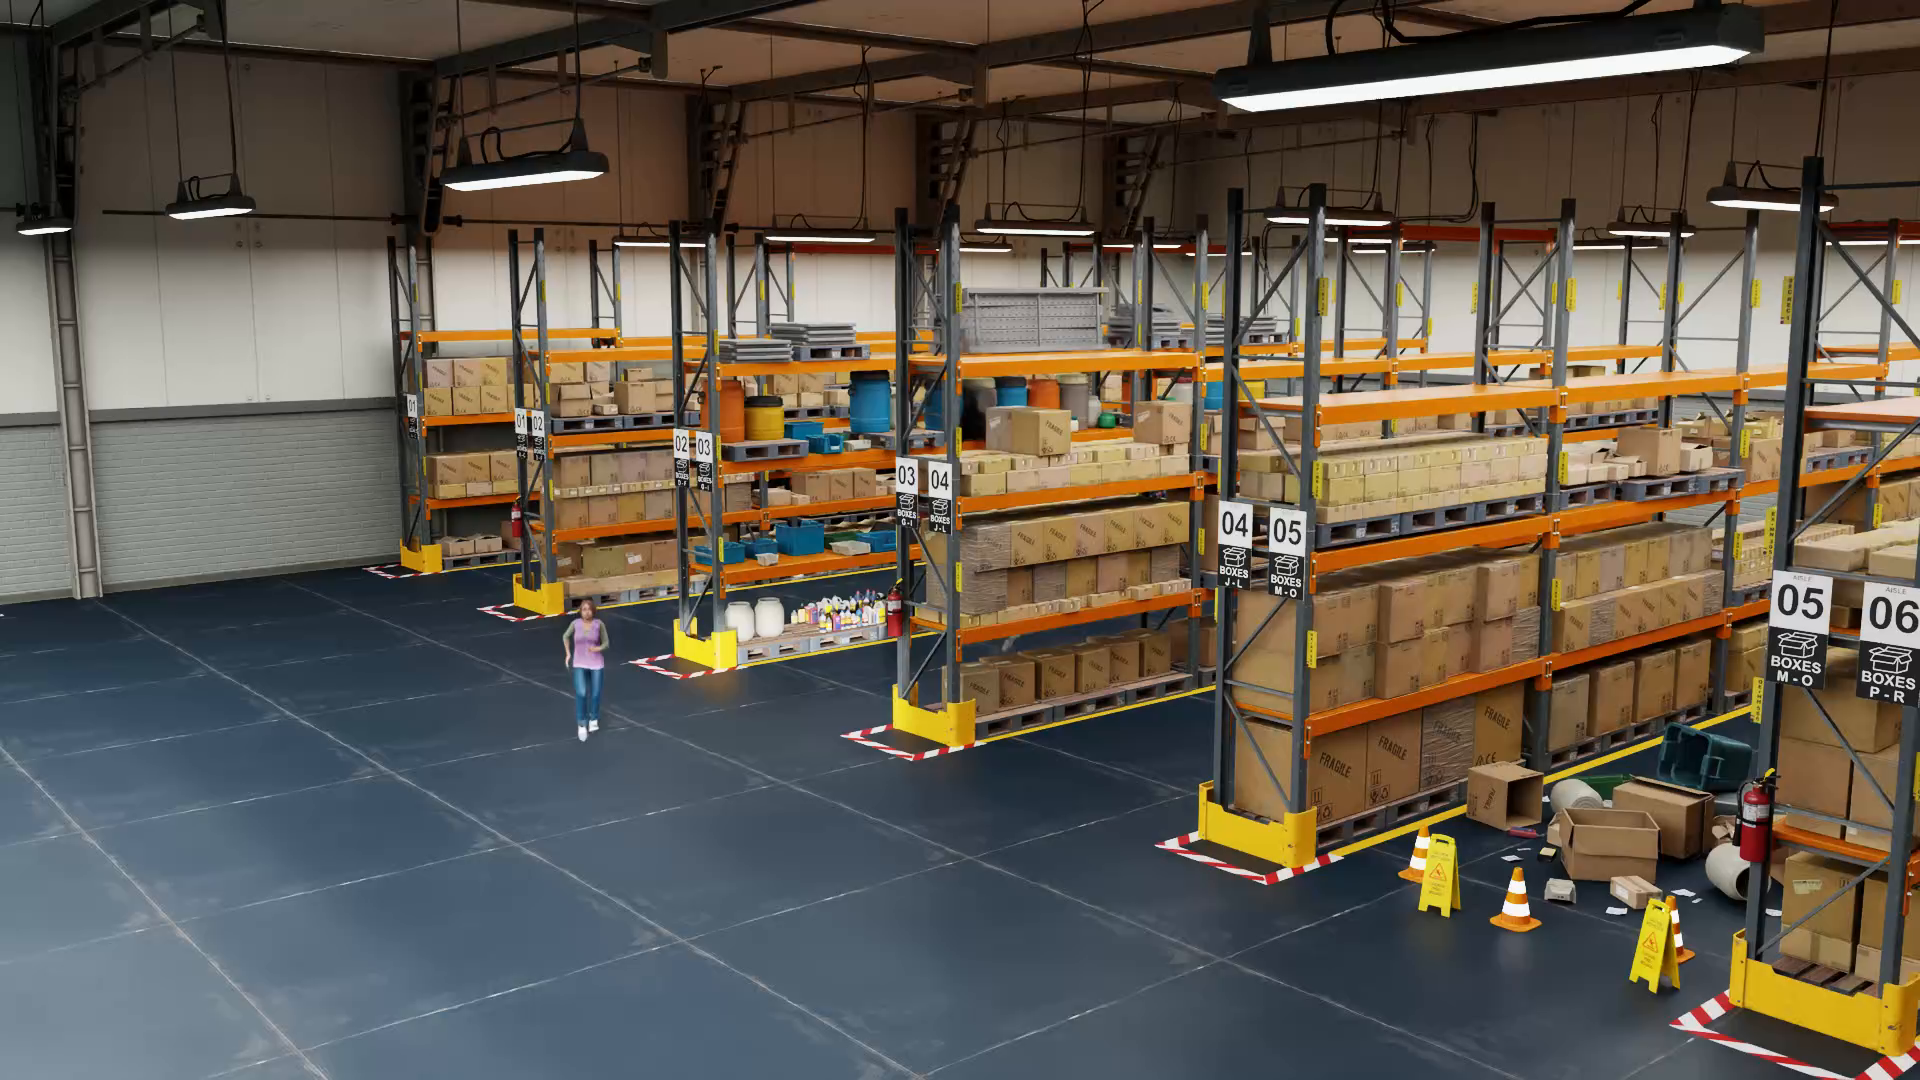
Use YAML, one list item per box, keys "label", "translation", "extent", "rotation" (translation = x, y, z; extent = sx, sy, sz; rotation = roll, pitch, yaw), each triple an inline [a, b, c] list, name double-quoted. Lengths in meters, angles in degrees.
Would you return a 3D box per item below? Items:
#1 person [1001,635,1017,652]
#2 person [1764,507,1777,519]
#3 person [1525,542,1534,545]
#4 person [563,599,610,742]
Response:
- label: "person"
  translation: [0.669, 0.609, 22.644]
  extent: [0.584, 1.777, 0.678]
  rotation: [8, 12, 40]
- label: "person"
  translation: [12.620, 0.360, 25.738]
  extent: [0.771, 1.758, 0.715]
  rotation: [-5, 10, -30]
- label: "person"
  translation: [7.477, 0.969, 21.921]
  extent: [0.701, 1.737, 0.838]
  rotation: [8, 12, 41]
- label: "person"
  translation: [-4.249, 1.477, 18.967]
  extent: [0.506, 1.618, 0.685]
  rotation: [-2, 9, -15]
